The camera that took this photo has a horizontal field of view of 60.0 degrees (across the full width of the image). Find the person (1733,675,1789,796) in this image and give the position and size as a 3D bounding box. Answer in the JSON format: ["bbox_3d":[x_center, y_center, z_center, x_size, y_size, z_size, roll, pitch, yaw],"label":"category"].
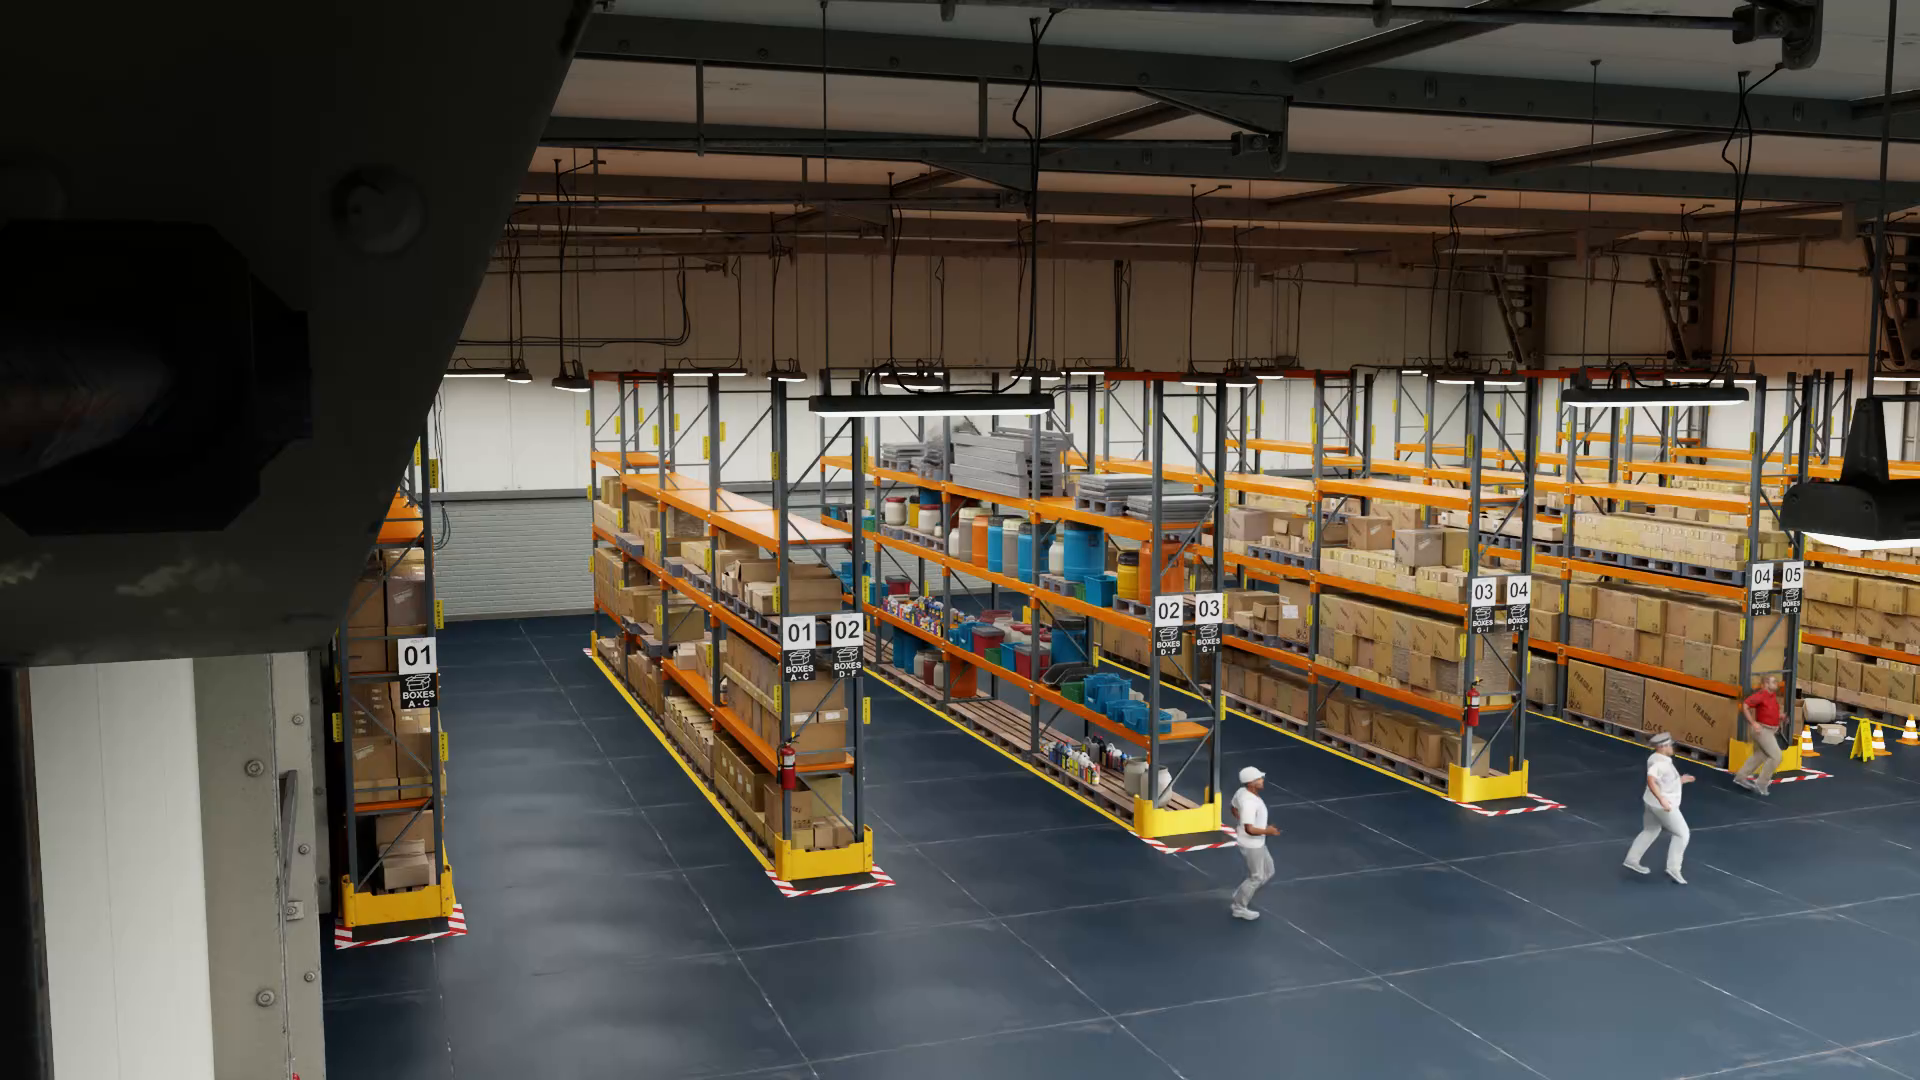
[{"bbox_3d":[11.621,2.836,24.074,0.690,1.791,0.657,5,8,39],"label":"person"}]

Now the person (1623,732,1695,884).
[{"bbox_3d":[8.457,3.229,20.036,0.773,1.855,0.632,0,6,1],"label":"person"}]

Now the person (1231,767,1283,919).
[{"bbox_3d":[3.325,3.401,18.657,0.555,1.752,0.684,1,6,7],"label":"person"}]
